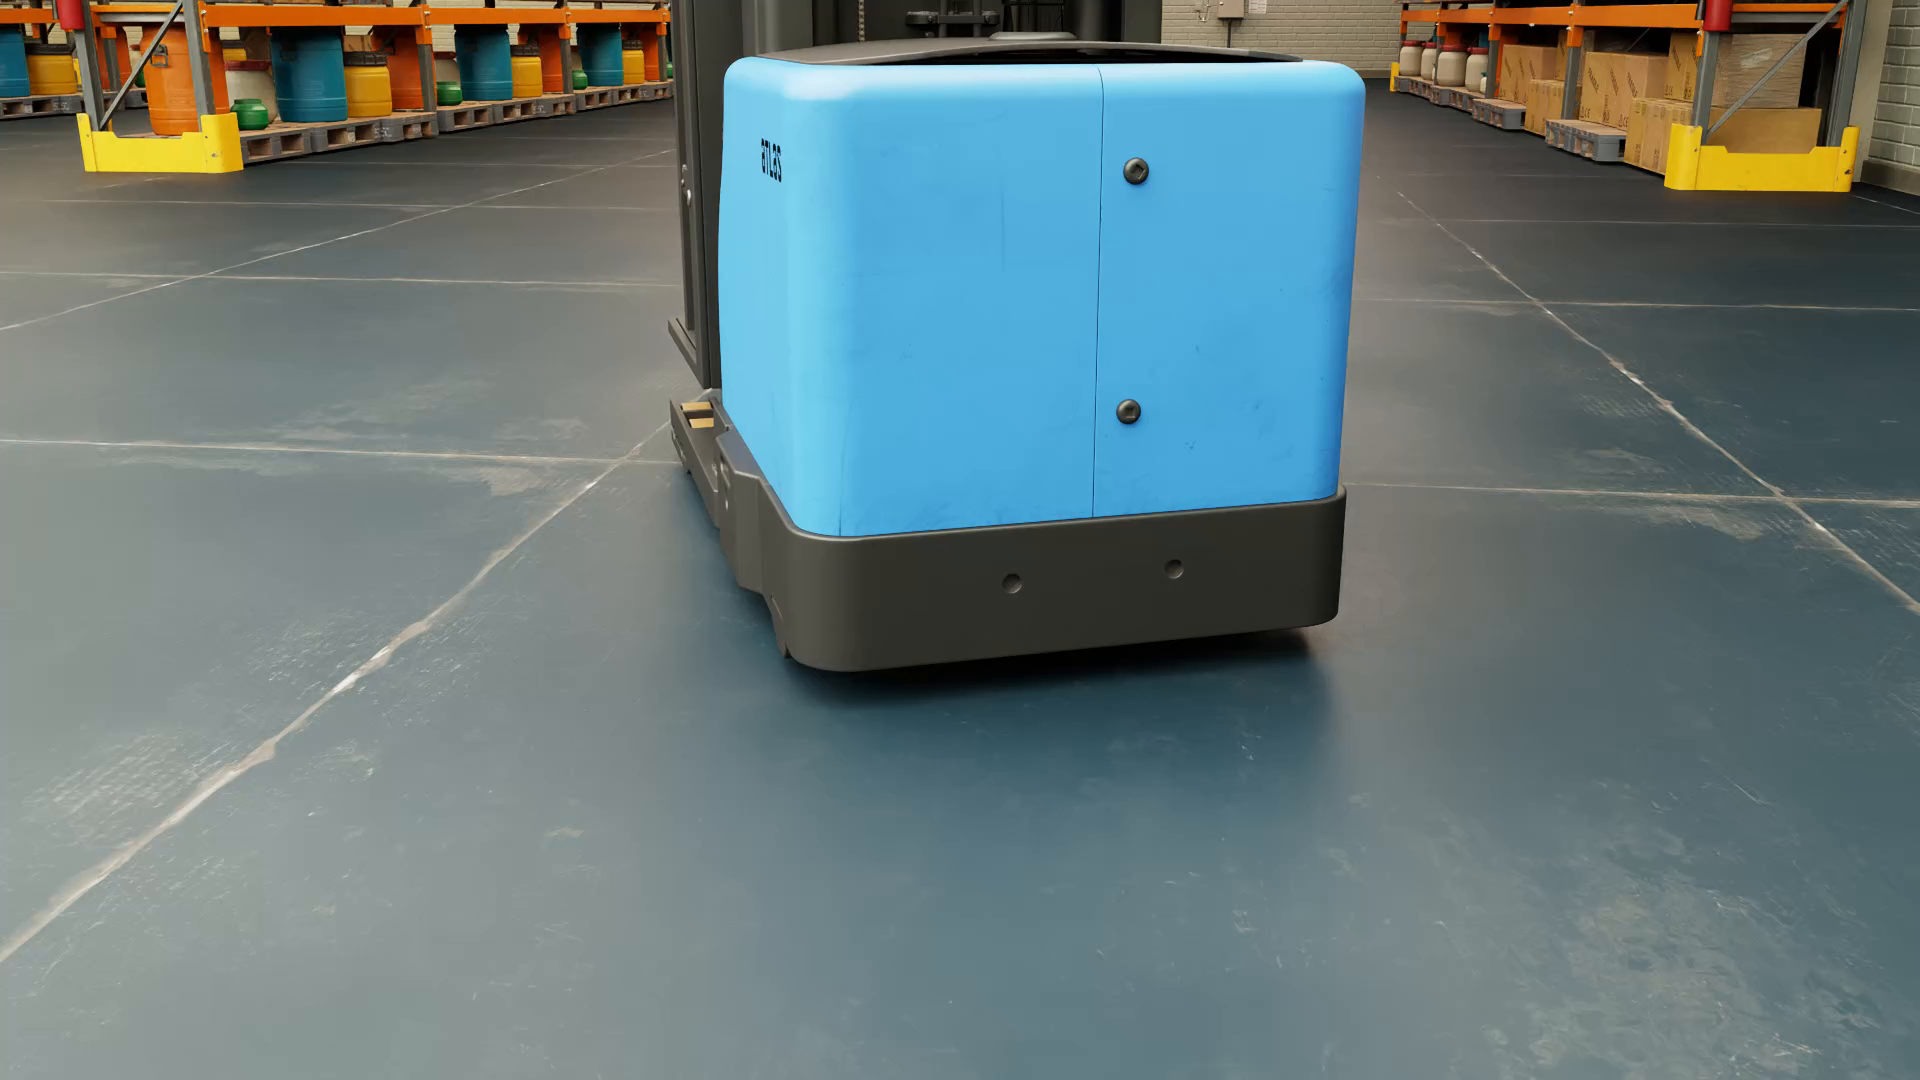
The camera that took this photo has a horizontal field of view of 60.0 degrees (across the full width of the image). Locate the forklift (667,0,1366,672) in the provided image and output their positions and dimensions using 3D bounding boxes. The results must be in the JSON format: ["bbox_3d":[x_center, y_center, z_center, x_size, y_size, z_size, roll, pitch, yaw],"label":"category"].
[{"bbox_3d":[-0.159,-1.575,3.946,1.130,2.935,3.031,-5,18,-14],"label":"forklift"}]
